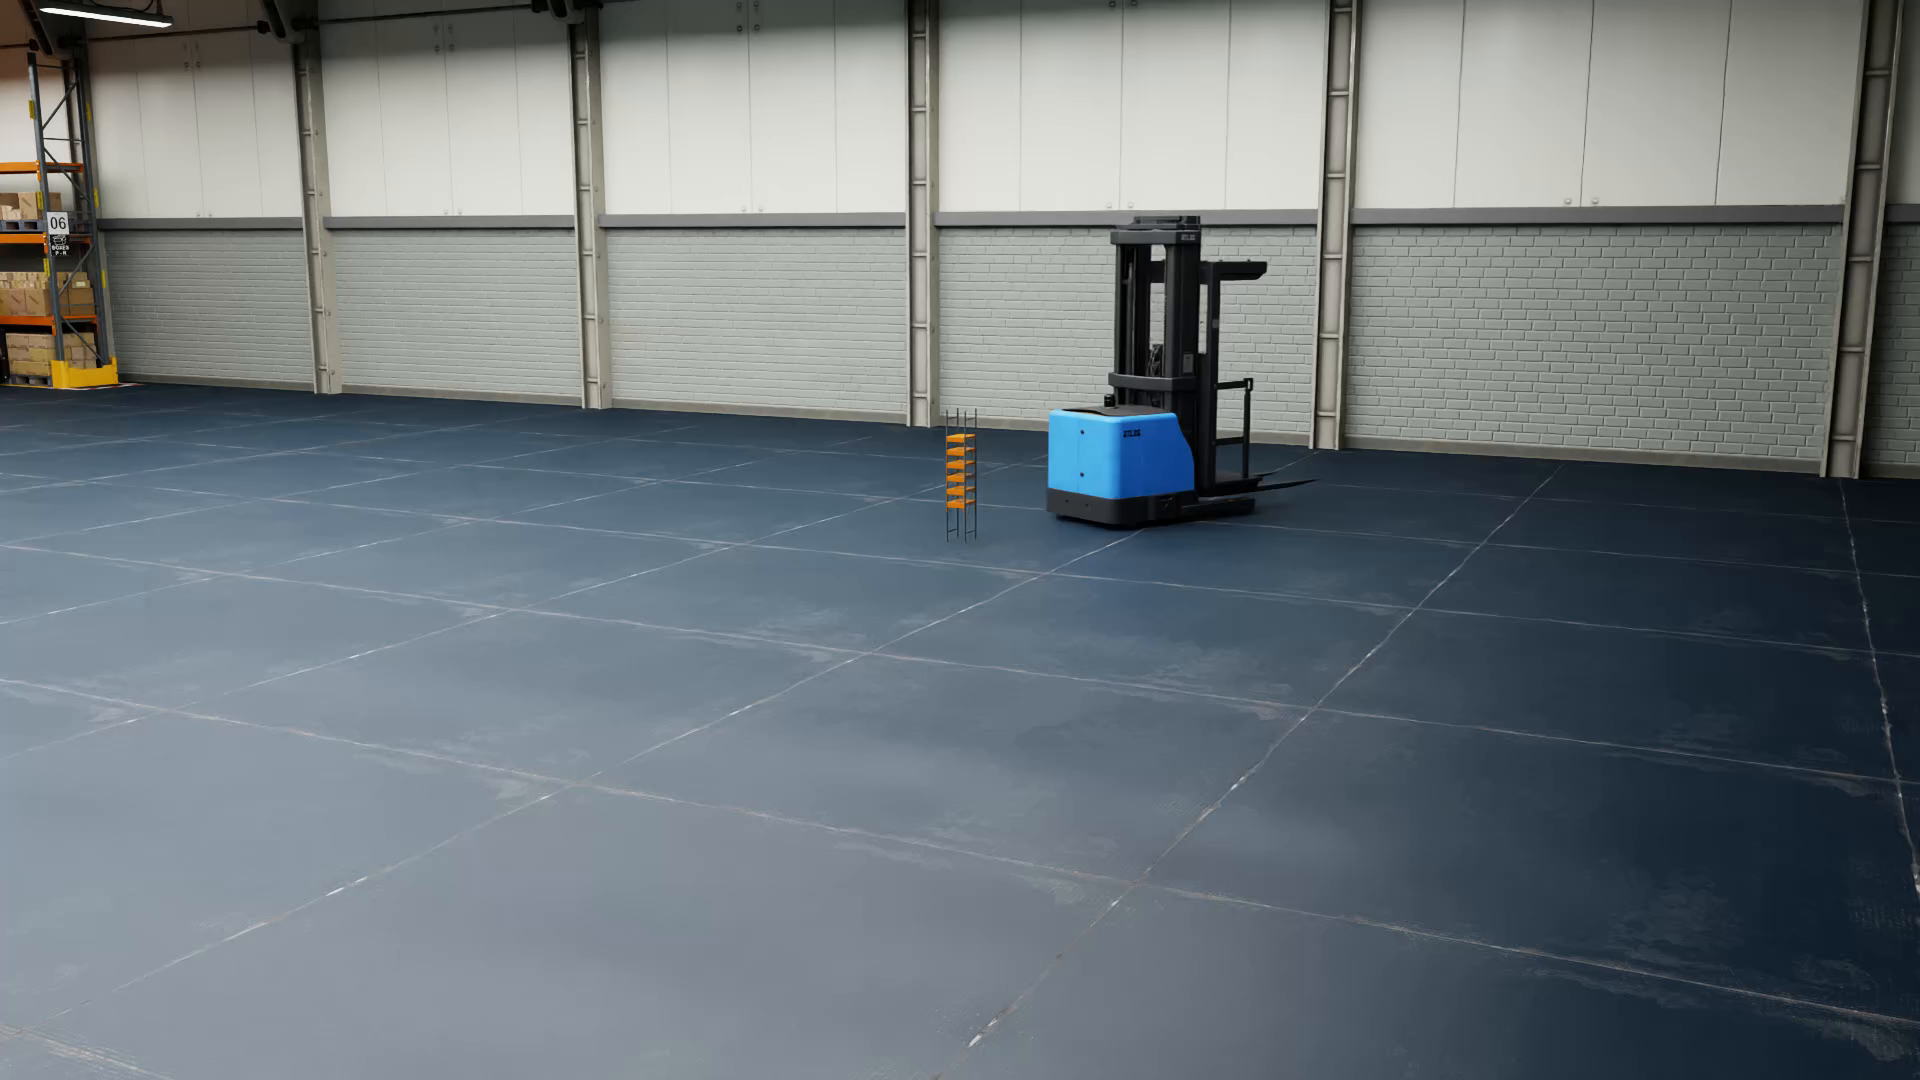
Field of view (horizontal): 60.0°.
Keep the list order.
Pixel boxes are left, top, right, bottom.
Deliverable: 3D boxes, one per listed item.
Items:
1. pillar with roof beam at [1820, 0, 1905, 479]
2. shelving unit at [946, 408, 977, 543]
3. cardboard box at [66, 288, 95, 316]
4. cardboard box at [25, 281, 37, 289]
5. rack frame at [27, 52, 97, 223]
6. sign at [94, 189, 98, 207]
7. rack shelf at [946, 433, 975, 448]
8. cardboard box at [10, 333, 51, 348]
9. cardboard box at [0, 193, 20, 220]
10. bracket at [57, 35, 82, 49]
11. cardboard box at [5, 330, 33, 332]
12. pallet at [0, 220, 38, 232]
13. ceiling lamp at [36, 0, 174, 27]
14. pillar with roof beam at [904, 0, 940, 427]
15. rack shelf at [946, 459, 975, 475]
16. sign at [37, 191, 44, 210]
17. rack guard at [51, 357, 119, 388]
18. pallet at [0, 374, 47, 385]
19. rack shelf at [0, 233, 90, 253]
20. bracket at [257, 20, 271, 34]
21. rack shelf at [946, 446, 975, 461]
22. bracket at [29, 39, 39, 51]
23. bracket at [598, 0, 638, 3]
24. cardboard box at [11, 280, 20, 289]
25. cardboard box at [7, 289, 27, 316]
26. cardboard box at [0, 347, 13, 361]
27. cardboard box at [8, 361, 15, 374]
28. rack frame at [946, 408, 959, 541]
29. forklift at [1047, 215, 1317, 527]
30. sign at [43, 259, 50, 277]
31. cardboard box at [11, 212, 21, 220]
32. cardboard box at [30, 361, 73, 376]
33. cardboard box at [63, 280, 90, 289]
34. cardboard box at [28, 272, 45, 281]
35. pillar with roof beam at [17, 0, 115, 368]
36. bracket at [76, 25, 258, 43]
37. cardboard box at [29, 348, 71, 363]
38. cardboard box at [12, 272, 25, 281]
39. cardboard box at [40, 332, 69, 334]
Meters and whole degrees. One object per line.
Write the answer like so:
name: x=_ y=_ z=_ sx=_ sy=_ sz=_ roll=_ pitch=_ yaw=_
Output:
pillar with roof beam: x=8.314 y=-4.483 z=14.731 sx=0.400 sy=9.000 sz=9.100 roll=5 pitch=11 yaw=26
shelving unit: x=0.013 y=-0.589 z=15.117 sx=0.189 sy=1.200 sz=0.258 roll=5 pitch=11 yaw=26
cardboard box: x=-16.780 y=-4.516 z=31.480 sx=0.500 sy=0.500 sz=0.500 roll=5 pitch=12 yaw=28
cardboard box: x=-17.136 y=-4.750 z=30.950 sx=0.250 sy=0.149 sz=0.380 roll=5 pitch=12 yaw=27
rack frame: x=-16.459 y=-7.336 z=30.494 sx=0.127 sy=3.000 sz=1.000 roll=5 pitch=11 yaw=26
sign: x=-16.208 y=-6.417 z=31.163 sx=0.005 sy=0.325 sz=0.100 roll=5 pitch=11 yaw=26
rack shelf: x=0.013 y=-0.900 z=15.061 sx=0.180 sy=0.103 sz=0.258 roll=5 pitch=11 yaw=26
cardboard box: x=-17.470 y=-3.755 z=31.289 sx=0.500 sy=0.250 sz=0.500 roll=5 pitch=12 yaw=27
cardboard box: x=-17.838 y=-6.257 z=31.217 sx=0.500 sy=0.500 sz=0.700 roll=5 pitch=11 yaw=26
bracket: x=-16.469 y=-9.216 z=30.778 sx=0.430 sy=0.232 sz=0.235 roll=5 pitch=11 yaw=26
cardboard box: x=-18.156 y=-3.919 z=32.193 sx=0.500 sy=0.250 sz=0.500 roll=5 pitch=11 yaw=25
pallet: x=-18.179 y=-5.972 z=31.629 sx=1.213 sy=0.211 sz=1.003 roll=5 pitch=11 yaw=26
ceiling lamp: x=-12.082 y=-9.059 z=23.626 sx=0.800 sy=3.185 sz=2.000 roll=5 pitch=11 yaw=26
pillar with roof beam: x=-2.447 y=-5.428 z=19.956 sx=0.548 sy=9.000 sz=9.100 roll=5 pitch=11 yaw=26
rack shelf: x=0.013 y=-0.664 z=15.104 sx=0.180 sy=0.103 sz=0.258 roll=5 pitch=11 yaw=26
sign: x=-16.711 y=-6.171 z=30.216 sx=0.005 sy=0.325 sz=0.100 roll=5 pitch=11 yaw=26
rack guard: x=-16.437 y=-3.152 z=31.240 sx=0.348 sy=0.500 sz=1.175 roll=5 pitch=11 yaw=26
pallet: x=-18.253 y=-3.161 z=32.105 sx=1.213 sy=0.211 sz=1.003 roll=5 pitch=11 yaw=26
rack shelf: x=-18.252 y=-5.663 z=31.696 sx=4.000 sy=0.370 sz=1.077 roll=5 pitch=11 yaw=26
bracket: x=-11.833 y=-8.809 z=28.527 sx=0.430 sy=0.232 sz=0.235 roll=5 pitch=11 yaw=26
rack shelf: x=0.013 y=-0.782 z=15.082 sx=0.180 sy=0.103 sz=0.258 roll=5 pitch=11 yaw=26
bracket: x=-17.214 y=-9.282 z=31.139 sx=0.430 sy=0.232 sz=0.235 roll=5 pitch=11 yaw=26
bracket: x=-3.382 y=-8.066 z=24.424 sx=4.783 sy=0.066 sz=0.076 roll=5 pitch=11 yaw=26
cardboard box: x=-17.559 y=-4.801 z=31.235 sx=0.250 sy=0.149 sz=0.380 roll=5 pitch=11 yaw=25
cardboard box: x=-17.477 y=-4.472 z=31.236 sx=0.500 sy=0.500 sz=0.500 roll=5 pitch=12 yaw=28
cardboard box: x=-17.951 y=-3.550 z=31.561 sx=0.500 sy=0.250 sz=0.500 roll=5 pitch=11 yaw=25
cardboard box: x=-17.906 y=-3.305 z=31.612 sx=0.500 sy=0.250 sz=0.500 roll=5 pitch=11 yaw=26
rack frame: x=-0.069 y=-0.596 z=15.157 sx=0.006 sy=1.200 sz=0.240 roll=5 pitch=11 yaw=26
forklift: x=2.341 y=-1.746 z=16.649 sx=3.031 sy=2.935 sz=1.130 roll=-8 pitch=13 yaw=-36
sign: x=-16.711 y=-4.984 z=30.431 sx=0.005 sy=0.325 sz=0.100 roll=5 pitch=11 yaw=26
cardboard box: x=-17.336 y=-6.009 z=30.830 sx=0.250 sy=0.149 sz=0.380 roll=5 pitch=11 yaw=24
cardboard box: x=-17.020 y=-3.224 z=31.161 sx=0.500 sy=0.250 sz=0.500 roll=5 pitch=11 yaw=26
cardboard box: x=-16.648 y=-4.820 z=31.338 sx=0.250 sy=0.149 sz=0.380 roll=5 pitch=11 yaw=24
cardboard box: x=-17.108 y=-4.907 z=30.985 sx=0.250 sy=0.149 sz=0.380 roll=5 pitch=11 yaw=26
pillar with roof beam: x=-18.589 y=-6.847 z=27.793 sx=0.548 sy=9.000 sz=9.100 roll=5 pitch=11 yaw=26
bracket: x=-14.143 y=-9.012 z=29.648 sx=4.783 sy=0.066 sz=0.076 roll=5 pitch=11 yaw=26
cardboard box: x=-17.034 y=-3.472 z=31.127 sx=0.500 sy=0.250 sz=0.500 roll=5 pitch=11 yaw=25
cardboard box: x=-17.545 y=-4.955 z=31.249 sx=0.250 sy=0.149 sz=0.380 roll=5 pitch=11 yaw=26
cardboard box: x=-17.256 y=-3.836 z=31.737 sx=0.500 sy=0.250 sz=0.500 roll=5 pitch=11 yaw=26
